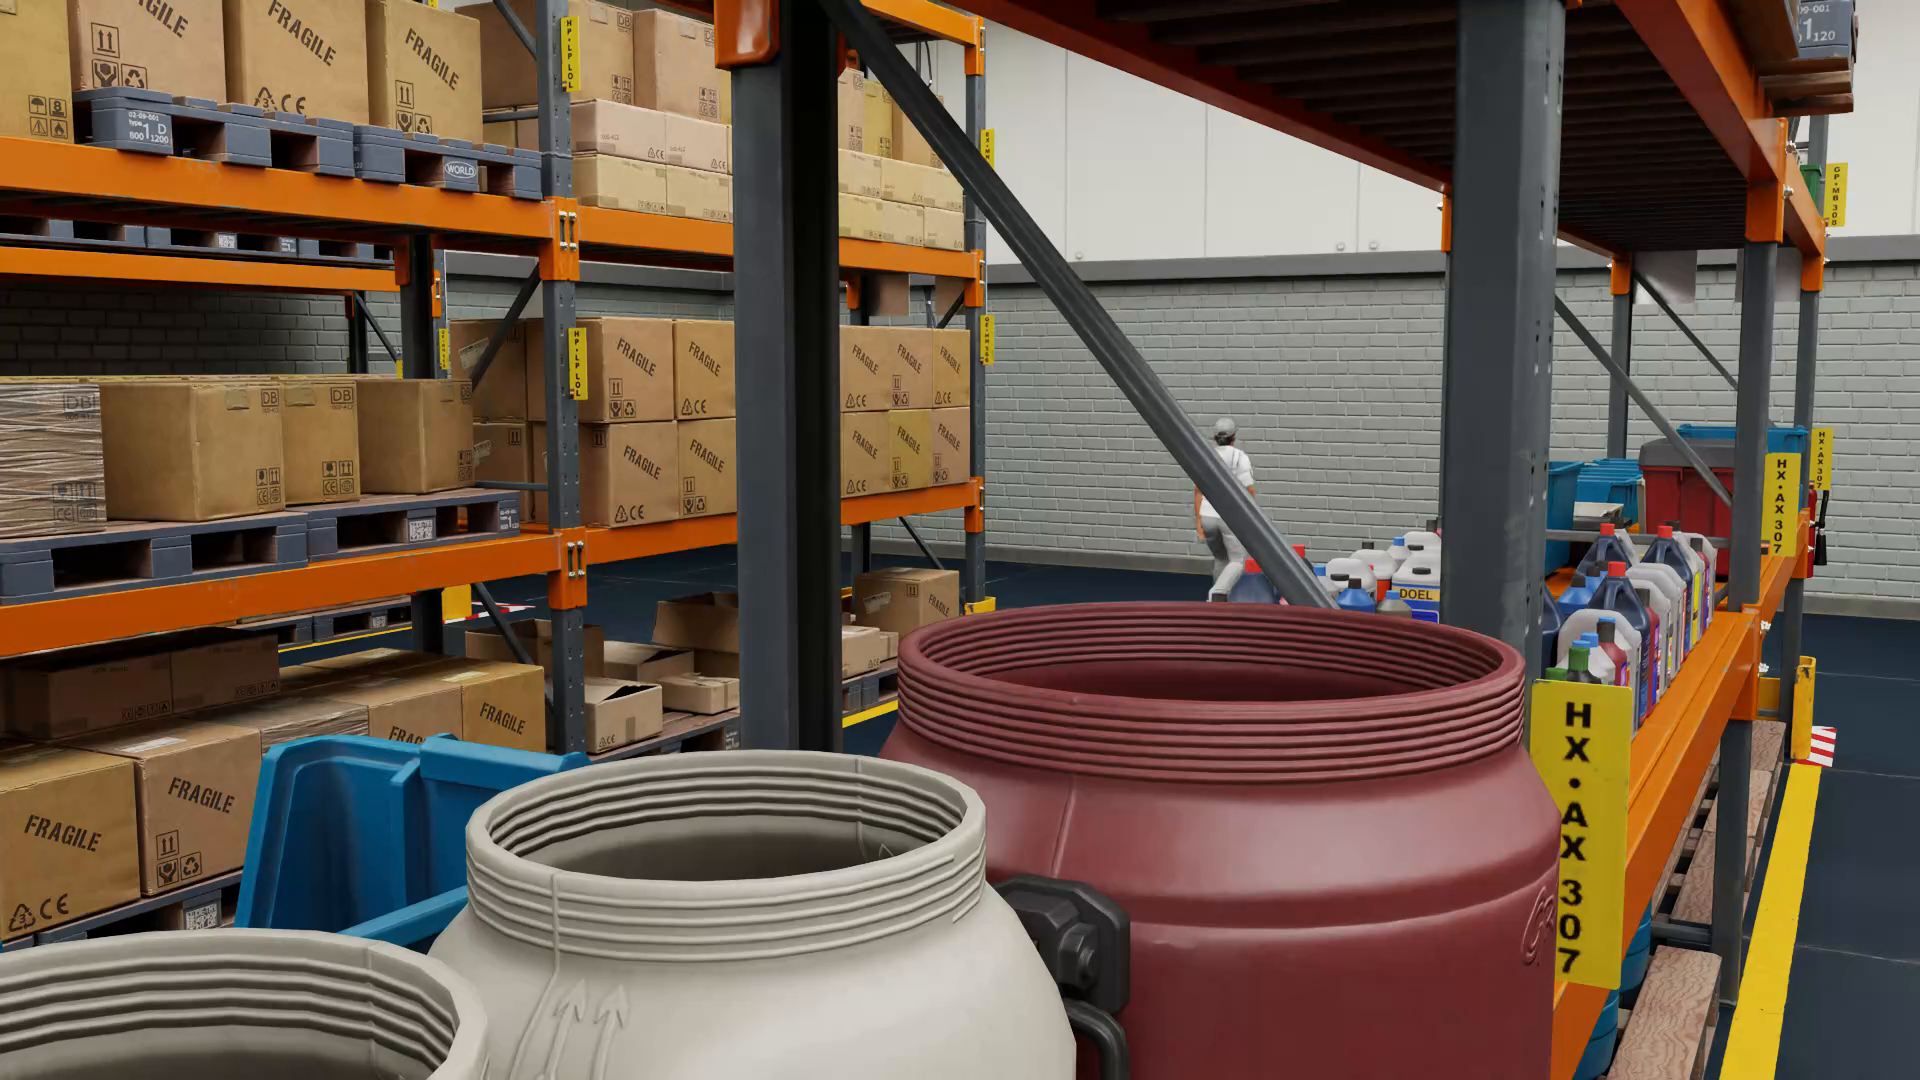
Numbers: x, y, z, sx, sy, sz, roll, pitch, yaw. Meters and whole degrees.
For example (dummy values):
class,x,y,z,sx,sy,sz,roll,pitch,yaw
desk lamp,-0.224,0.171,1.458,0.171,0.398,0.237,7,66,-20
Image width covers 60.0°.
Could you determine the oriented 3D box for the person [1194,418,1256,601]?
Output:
class,x,y,z,sx,sy,sz,roll,pitch,yaw
person,2.109,-0.165,13.317,0.471,1.620,0.914,4,8,36
